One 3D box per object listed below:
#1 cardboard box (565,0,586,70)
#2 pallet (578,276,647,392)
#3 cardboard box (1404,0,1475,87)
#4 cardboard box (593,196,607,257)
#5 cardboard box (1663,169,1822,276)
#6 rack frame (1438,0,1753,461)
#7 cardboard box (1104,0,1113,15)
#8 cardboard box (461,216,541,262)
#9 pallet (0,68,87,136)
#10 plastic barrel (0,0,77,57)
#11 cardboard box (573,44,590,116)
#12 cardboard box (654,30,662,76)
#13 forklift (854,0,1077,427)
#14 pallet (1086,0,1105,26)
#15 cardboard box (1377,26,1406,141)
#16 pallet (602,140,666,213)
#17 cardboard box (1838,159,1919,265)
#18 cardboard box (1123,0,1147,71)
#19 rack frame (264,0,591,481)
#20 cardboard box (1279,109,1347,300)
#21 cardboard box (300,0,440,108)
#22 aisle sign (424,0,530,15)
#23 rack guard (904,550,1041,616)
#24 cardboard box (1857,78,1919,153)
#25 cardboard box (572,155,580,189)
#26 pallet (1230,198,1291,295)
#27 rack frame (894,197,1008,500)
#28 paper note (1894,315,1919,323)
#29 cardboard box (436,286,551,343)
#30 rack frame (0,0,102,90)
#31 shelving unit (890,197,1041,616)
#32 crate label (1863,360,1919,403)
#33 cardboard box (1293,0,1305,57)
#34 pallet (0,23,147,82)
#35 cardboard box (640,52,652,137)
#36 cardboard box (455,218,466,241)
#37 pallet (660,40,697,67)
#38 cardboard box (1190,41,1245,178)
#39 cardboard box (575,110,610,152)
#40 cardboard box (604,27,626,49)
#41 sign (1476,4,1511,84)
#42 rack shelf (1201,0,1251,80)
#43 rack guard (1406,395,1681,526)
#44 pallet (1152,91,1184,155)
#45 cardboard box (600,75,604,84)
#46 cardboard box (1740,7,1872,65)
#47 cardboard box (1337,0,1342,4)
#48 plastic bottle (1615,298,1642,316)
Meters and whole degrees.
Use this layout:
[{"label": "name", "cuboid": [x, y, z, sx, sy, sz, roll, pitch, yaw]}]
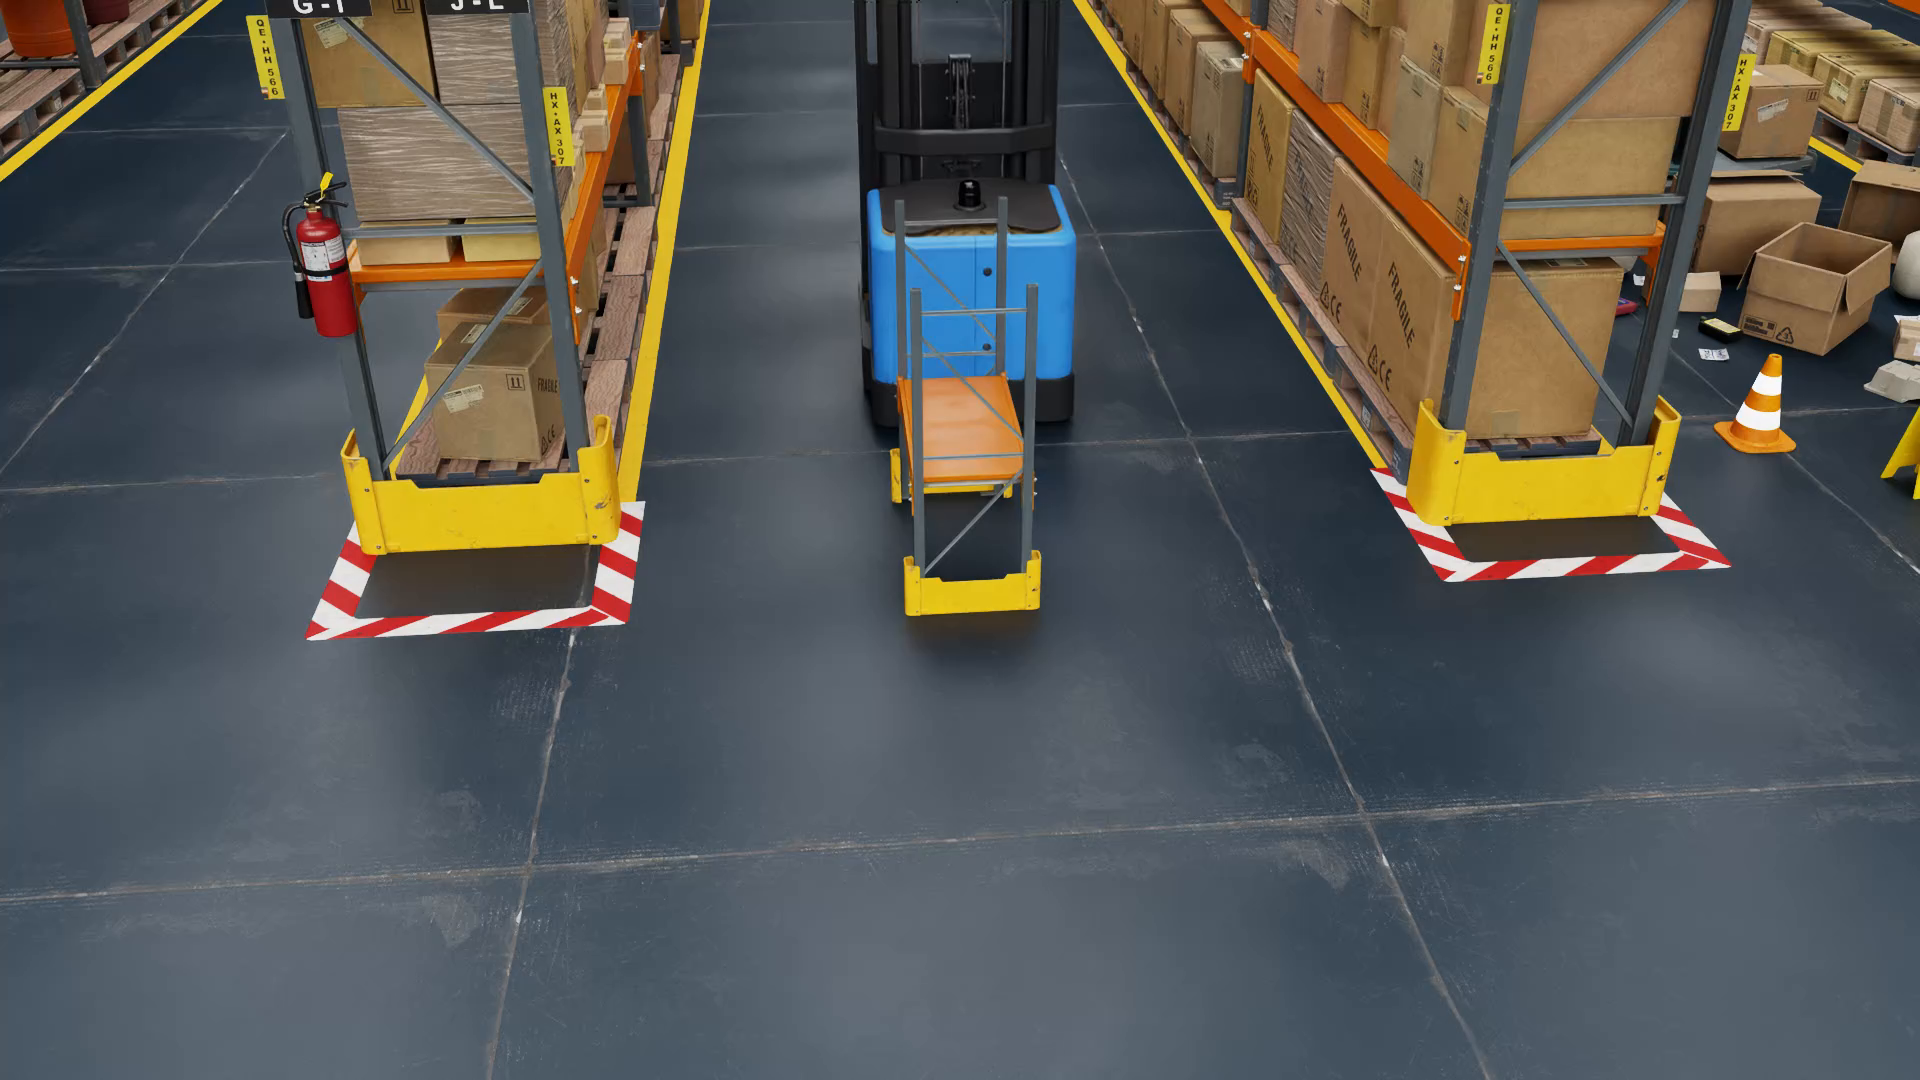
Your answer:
[{"label": "cardboard box", "cuboid": [-2.006, -2.443, 7.552, 0.500, 0.500, 0.500, -3, 31, -5]}, {"label": "pallet", "cuboid": [-2.345, -1.173, 9.508, 1.003, 0.211, 1.213, -3, 31, -5]}, {"label": "cardboard box", "cuboid": [2.622, -2.475, 7.770, 0.875, 0.550, 0.550, -3, 31, -5]}, {"label": "cardboard box", "cuboid": [-2.501, -1.945, 10.109, 0.500, 0.500, 0.500, 7, 32, 11]}, {"label": "cardboard box", "cuboid": [4.900, -2.007, 10.488, 0.797, 0.637, 0.503, -3, 31, -5]}, {"label": "rack frame", "cuboid": [2.761, -1.480, 7.302, 1.000, 3.000, 0.127, -3, 31, -5]}, {"label": "cardboard box", "cuboid": [1.647, -5.260, 15.659, 0.500, 0.500, 0.500, -2, 31, -3]}, {"label": "cardboard box", "cuboid": [-1.976, -1.343, 7.318, 0.380, 0.149, 0.250, -3, 31, -5]}, {"label": "pallet", "cuboid": [-7.831, -3.546, 13.481, 1.003, 0.211, 1.213, -3, 31, -5]}, {"label": "plastic barrel", "cuboid": [-7.928, -4.638, 14.297, 0.600, 0.830, 0.708, -3, 31, -5]}, {"label": "cardboard box", "cuboid": [-2.415, -2.509, 8.638, 0.875, 0.500, 0.500, -3, 31, -5]}, {"label": "cardboard box", "cuboid": [-2.851, -4.153, 13.786, 0.700, 0.500, 0.500, -4, 31, -7]}, {"label": "forklift", "cuboid": [-0.036, -2.571, 9.195, 1.130, 2.935, 3.031, -2, 31, -4]}, {"label": "pallet", "cuboid": [1.832, -5.387, 16.564, 1.003, 0.211, 1.213, -3, 31, -5]}, {"label": "cardboard box", "cuboid": [2.681, -2.303, 8.534, 0.875, 0.550, 0.550, -3, 31, -5]}, {"label": "pallet", "cuboid": [-2.634, -2.536, 11.790, 1.003, 0.211, 1.213, -3, 31, -5]}, {"label": "cardboard box", "cuboid": [6.052, -2.126, 10.820, 0.500, 0.500, 0.500, 20, 36, 29]}, {"label": "cardboard box", "cuboid": [1.981, -4.463, 14.082, 1.050, 0.750, 0.750, -3, 31, -5]}, {"label": "rack frame", "cuboid": [-2.186, -1.294, 6.991, 1.000, 3.000, 0.127, -3, 31, -5]}, {"label": "cardboard box", "cuboid": [2.465, -2.005, 9.845, 0.875, 0.875, 0.875, -3, 31, -4]}, {"label": "cardboard box", "cuboid": [-2.484, -2.162, 7.083, 0.500, 0.500, 0.500, -3, 31, -5]}, {"label": "aisle sign", "cuboid": [-1.882, -2.392, 6.295, 0.394, 0.787, 0.004, -3, 31, -5]}, {"label": "rack guard", "cuboid": [0.054, 0.186, 7.195, 0.587, 0.250, 0.087, -3, 31, -5]}, {"label": "cardboard box", "cuboid": [7.255, -3.130, 12.219, 0.950, 0.372, 0.625, -2, 31, -4]}, {"label": "cardboard box", "cuboid": [-2.032, -1.726, 7.960, 0.380, 0.149, 0.250, -3, 31, -5]}, {"label": "pallet", "cuboid": [2.381, -1.933, 10.780, 1.003, 0.211, 1.213, -3, 31, -5]}, {"label": "rack frame", "cuboid": [-0.040, -0.860, 7.727, 0.500, 1.500, 0.032, -3, 31, -5]}, {"label": "paper note", "cuboid": [5.680, -1.317, 9.936, 0.148, 0.019, 0.142, 8, 32, 13]}, {"label": "cardboard box", "cuboid": [-2.318, -1.024, 8.567, 0.500, 0.500, 0.500, 5, 31, 8]}, {"label": "rack frame", "cuboid": [-7.865, -5.141, 13.431, 1.000, 3.000, 0.127, -3, 31, -5]}, {"label": "shelving unit", "cuboid": [0.007, -0.605, 7.300, 0.587, 1.500, 1.083, -3, 31, -5]}, {"label": "crate label", "cuboid": [5.147, -0.869, 9.071, 0.250, 0.136, 0.298, -20, 36, -30]}, {"label": "cardboard box", "cuboid": [2.508, -3.119, 9.900, 0.875, 0.550, 0.550, -3, 31, -5]}, {"label": "pallet", "cuboid": [-7.980, -4.344, 14.817, 1.003, 0.211, 1.213, -3, 31, -5]}, {"label": "cardboard box", "cuboid": [-2.674, -3.296, 12.352, 0.700, 0.500, 0.500, -5, 31, -9]}, {"label": "cardboard box", "cuboid": [-2.441, -1.449, 7.496, 0.380, 0.149, 0.250, -3, 31, -5]}, {"label": "pallet", "cuboid": [-2.932, -4.587, 15.224, 1.003, 0.211, 1.213, -3, 31, -5]}, {"label": "cardboard box", "cuboid": [2.240, -3.049, 11.714, 1.050, 0.750, 0.750, -3, 31, -5]}, {"label": "cardboard box", "cuboid": [-2.019, -2.113, 8.608, 0.380, 0.149, 0.250, -3, 31, -5]}, {"label": "cardboard box", "cuboid": [-2.233, -3.004, 10.099, 0.380, 0.149, 0.250, -3, 31, -5]}, {"label": "sign", "cuboid": [2.220, -2.059, 6.913, 0.100, 0.325, 0.005, -3, 31, -5]}, {"label": "rack shelf", "cuboid": [2.201, -4.234, 12.615, 1.077, 0.370, 4.000, -3, 31, -5]}, {"label": "rack guard", "cuboid": [2.764, -0.394, 7.922, 1.175, 0.500, 0.348, -3, 31, -5]}, {"label": "pallet", "cuboid": [2.123, -3.339, 13.135, 1.003, 0.211, 1.213, -3, 31, -5]}, {"label": "cardboard box", "cuboid": [-2.180, -2.492, 9.241, 0.380, 0.149, 0.250, -3, 31, -5]}, {"label": "cardboard box", "cuboid": [7.053, -4.240, 14.076, 0.950, 0.372, 0.625, -3, 31, -6]}, {"label": "cardboard box", "cuboid": [2.469, -3.302, 9.154, 0.875, 0.550, 0.550, -3, 31, -5]}, {"label": "plastic bottle", "cuboid": [3.973, -1.409, 10.050, 0.283, 0.061, 0.133, -14, 33, -22]}]
